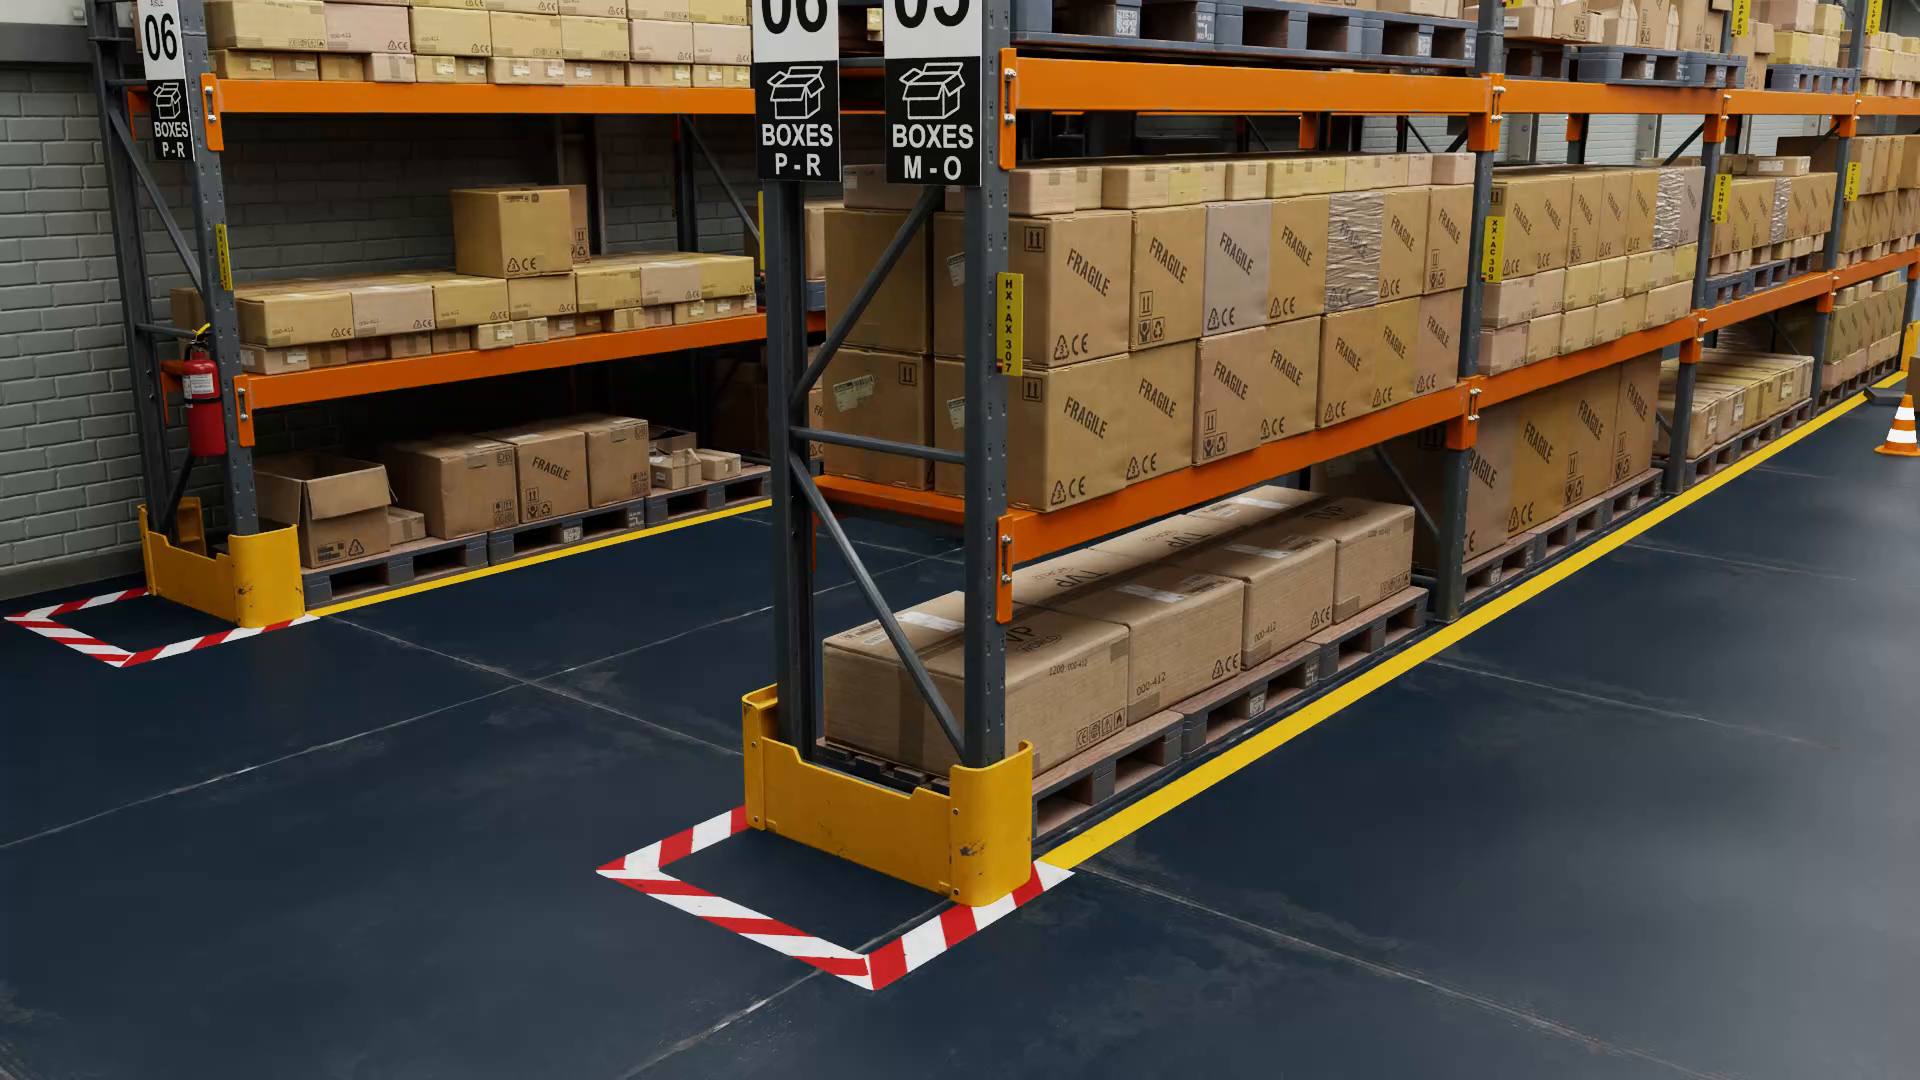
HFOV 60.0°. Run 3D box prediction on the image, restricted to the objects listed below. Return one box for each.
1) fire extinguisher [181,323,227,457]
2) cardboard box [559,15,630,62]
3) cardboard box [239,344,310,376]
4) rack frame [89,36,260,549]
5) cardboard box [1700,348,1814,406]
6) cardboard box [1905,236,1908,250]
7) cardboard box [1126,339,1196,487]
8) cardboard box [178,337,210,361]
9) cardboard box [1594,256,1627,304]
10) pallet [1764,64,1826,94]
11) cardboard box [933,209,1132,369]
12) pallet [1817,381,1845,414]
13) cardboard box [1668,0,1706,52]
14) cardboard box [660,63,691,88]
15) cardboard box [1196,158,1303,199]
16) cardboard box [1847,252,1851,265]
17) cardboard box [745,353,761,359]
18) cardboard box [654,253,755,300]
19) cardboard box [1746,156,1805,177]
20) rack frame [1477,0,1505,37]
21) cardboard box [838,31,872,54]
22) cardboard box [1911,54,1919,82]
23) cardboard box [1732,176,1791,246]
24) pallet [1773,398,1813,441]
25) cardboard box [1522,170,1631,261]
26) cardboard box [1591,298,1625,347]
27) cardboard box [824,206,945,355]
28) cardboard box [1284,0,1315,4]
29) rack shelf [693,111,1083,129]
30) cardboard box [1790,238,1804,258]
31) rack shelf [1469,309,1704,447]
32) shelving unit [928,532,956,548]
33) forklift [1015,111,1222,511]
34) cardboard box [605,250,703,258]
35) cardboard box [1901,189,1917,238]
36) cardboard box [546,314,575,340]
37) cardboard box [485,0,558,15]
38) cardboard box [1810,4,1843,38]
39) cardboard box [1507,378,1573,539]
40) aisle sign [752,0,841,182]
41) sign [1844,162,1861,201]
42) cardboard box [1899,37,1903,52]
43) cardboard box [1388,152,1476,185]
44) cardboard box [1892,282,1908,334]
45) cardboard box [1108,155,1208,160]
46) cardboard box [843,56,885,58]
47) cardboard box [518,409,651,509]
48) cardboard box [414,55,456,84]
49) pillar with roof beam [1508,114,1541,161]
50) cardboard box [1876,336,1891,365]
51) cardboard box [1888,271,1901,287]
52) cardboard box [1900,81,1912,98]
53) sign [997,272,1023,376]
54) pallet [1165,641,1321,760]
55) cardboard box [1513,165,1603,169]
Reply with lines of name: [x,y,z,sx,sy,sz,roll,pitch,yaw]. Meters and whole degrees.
fire extinguisher: [-3.865,-0.770,8.475,0.296,0.674,0.183,11,18,38]
cardboard box: [-2.376,-3.050,10.146,0.500,0.250,0.500,12,18,39]
cardboard box: [-3.712,-0.986,8.923,0.380,0.149,0.250,11,18,37]
rack frame: [-4.132,-1.088,8.812,1.000,3.000,0.127,11,18,38]
cardboard box: [6.946,-1.447,14.712,0.950,0.372,0.625,12,18,38]
cardboard box: [9.468,-3.046,17.032,0.380,0.149,0.250,11,18,37]
cardboard box: [0.553,-0.517,6.364,0.500,0.500,0.500,11,18,37]
cardboard box: [-4.132,-1.071,9.256,0.380,0.149,0.250,11,18,37]
cardboard box: [3.701,-1.590,10.080,0.500,0.250,0.500,11,18,36]
pallet: [6.153,-3.680,13.307,1.213,0.211,1.003,11,18,38]
cardboard box: [0.255,-0.901,5.844,0.500,0.500,0.500,11,18,36]
pallet: [7.668,-1.401,15.708,1.003,0.211,1.213,11,18,38]
cardboard box: [4.285,-3.339,10.526,0.700,0.500,0.500,10,17,35]
cardboard box: [-1.946,-2.975,10.658,0.380,0.149,0.250,12,19,39]
cardboard box: [1.177,-1.483,6.818,0.380,0.149,0.250,11,18,36]
cardboard box: [7.983,-2.619,15.351,0.380,0.149,0.250,11,18,37]
cardboard box: [-1.449,-1.326,12.658,0.380,0.149,0.250,11,18,38]
cardboard box: [-1.748,-1.790,11.276,0.500,0.250,0.500,12,18,39]
cardboard box: [6.582,-3.015,13.423,0.380,0.149,0.250,10,18,35]
rack frame: [2.245,-3.994,8.068,1.000,3.000,0.127,11,18,38]
cardboard box: [-0.848,-3.541,11.832,0.380,0.149,0.250,11,18,38]
cardboard box: [9.036,-4.574,16.143,0.500,0.250,0.500,12,18,39]
cardboard box: [6.193,-2.597,13.093,0.500,0.500,0.500,10,18,35]
pallet: [6.785,-1.117,14.593,1.003,0.211,1.213,11,18,38]
cardboard box: [3.681,-1.956,9.998,0.500,0.500,0.500,11,18,37]
cardboard box: [3.707,-1.346,10.134,0.500,0.250,0.500,11,18,37]
cardboard box: [-0.151,-0.982,6.164,0.500,0.500,0.500,12,19,39]
cardboard box: [1.115,-2.437,6.774,0.500,0.500,0.500,12,18,38]
rack shelf: [-0.361,-3.342,13.054,1.077,0.370,4.000,11,18,38]
cardboard box: [6.694,-2.407,13.662,0.380,0.149,0.250,11,18,38]
rack shelf: [3.502,-1.120,10.403,1.077,0.370,4.000,11,18,38]
shelving unit: [-0.052,-0.569,10.428,0.258,1.200,0.189,13,19,41]
forklift: [1.052,-1.698,11.354,1.130,2.935,3.031,13,19,41]
cardboard box: [-2.139,-1.872,11.600,0.500,0.250,0.500,11,18,37]
cardboard box: [9.342,-3.335,16.852,0.500,0.500,0.500,11,18,38]
cardboard box: [-2.605,-1.339,10.311,0.380,0.149,0.250,11,18,37]
cardboard box: [-2.706,-3.193,9.694,0.500,0.250,0.500,12,18,39]
cardboard box: [7.008,-4.314,13.858,0.500,0.250,0.500,12,18,39]
cardboard box: [3.135,-0.565,10.218,0.875,0.875,0.875,12,19,39]
aisle sign: [-0.555,-1.614,5.605,0.394,0.787,0.004,11,18,38]
sign: [7.707,-3.094,14.359,0.100,0.325,0.005,11,18,38]
cardboard box: [8.638,-4.657,15.661,0.380,0.149,0.250,12,18,39]
cardboard box: [2.299,-1.825,8.165,0.380,0.149,0.250,11,18,36]
cardboard box: [9.487,-2.425,17.284,0.500,0.500,0.500,11,18,38]
cardboard box: [0.873,-1.625,7.374,0.380,0.149,0.250,11,18,38]
cardboard box: [-0.736,-3.769,12.729,0.380,0.149,0.250,11,18,38]
cardboard box: [-2.454,-0.538,10.874,0.700,0.500,0.500,10,18,35]
cardboard box: [-3.036,-2.628,9.296,0.380,0.149,0.250,11,18,37]
pillar with roof beam: [11.905,-7.548,22.060,9.100,9.000,0.400,11,18,38]
cardboard box: [9.157,-1.961,16.980,0.500,0.250,0.500,11,18,38]
cardboard box: [9.308,-2.658,16.887,0.380,0.149,0.250,12,19,39]
cardboard box: [8.850,-4.304,15.890,0.380,0.149,0.250,11,18,37]
sign: [0.159,-0.691,5.332,0.100,0.325,0.005,11,18,38]
pallet: [0.940,0.634,7.700,1.003,0.211,1.213,11,18,38]
cardboard box: [3.955,-2.232,11.084,0.500,0.500,0.500,11,18,38]
